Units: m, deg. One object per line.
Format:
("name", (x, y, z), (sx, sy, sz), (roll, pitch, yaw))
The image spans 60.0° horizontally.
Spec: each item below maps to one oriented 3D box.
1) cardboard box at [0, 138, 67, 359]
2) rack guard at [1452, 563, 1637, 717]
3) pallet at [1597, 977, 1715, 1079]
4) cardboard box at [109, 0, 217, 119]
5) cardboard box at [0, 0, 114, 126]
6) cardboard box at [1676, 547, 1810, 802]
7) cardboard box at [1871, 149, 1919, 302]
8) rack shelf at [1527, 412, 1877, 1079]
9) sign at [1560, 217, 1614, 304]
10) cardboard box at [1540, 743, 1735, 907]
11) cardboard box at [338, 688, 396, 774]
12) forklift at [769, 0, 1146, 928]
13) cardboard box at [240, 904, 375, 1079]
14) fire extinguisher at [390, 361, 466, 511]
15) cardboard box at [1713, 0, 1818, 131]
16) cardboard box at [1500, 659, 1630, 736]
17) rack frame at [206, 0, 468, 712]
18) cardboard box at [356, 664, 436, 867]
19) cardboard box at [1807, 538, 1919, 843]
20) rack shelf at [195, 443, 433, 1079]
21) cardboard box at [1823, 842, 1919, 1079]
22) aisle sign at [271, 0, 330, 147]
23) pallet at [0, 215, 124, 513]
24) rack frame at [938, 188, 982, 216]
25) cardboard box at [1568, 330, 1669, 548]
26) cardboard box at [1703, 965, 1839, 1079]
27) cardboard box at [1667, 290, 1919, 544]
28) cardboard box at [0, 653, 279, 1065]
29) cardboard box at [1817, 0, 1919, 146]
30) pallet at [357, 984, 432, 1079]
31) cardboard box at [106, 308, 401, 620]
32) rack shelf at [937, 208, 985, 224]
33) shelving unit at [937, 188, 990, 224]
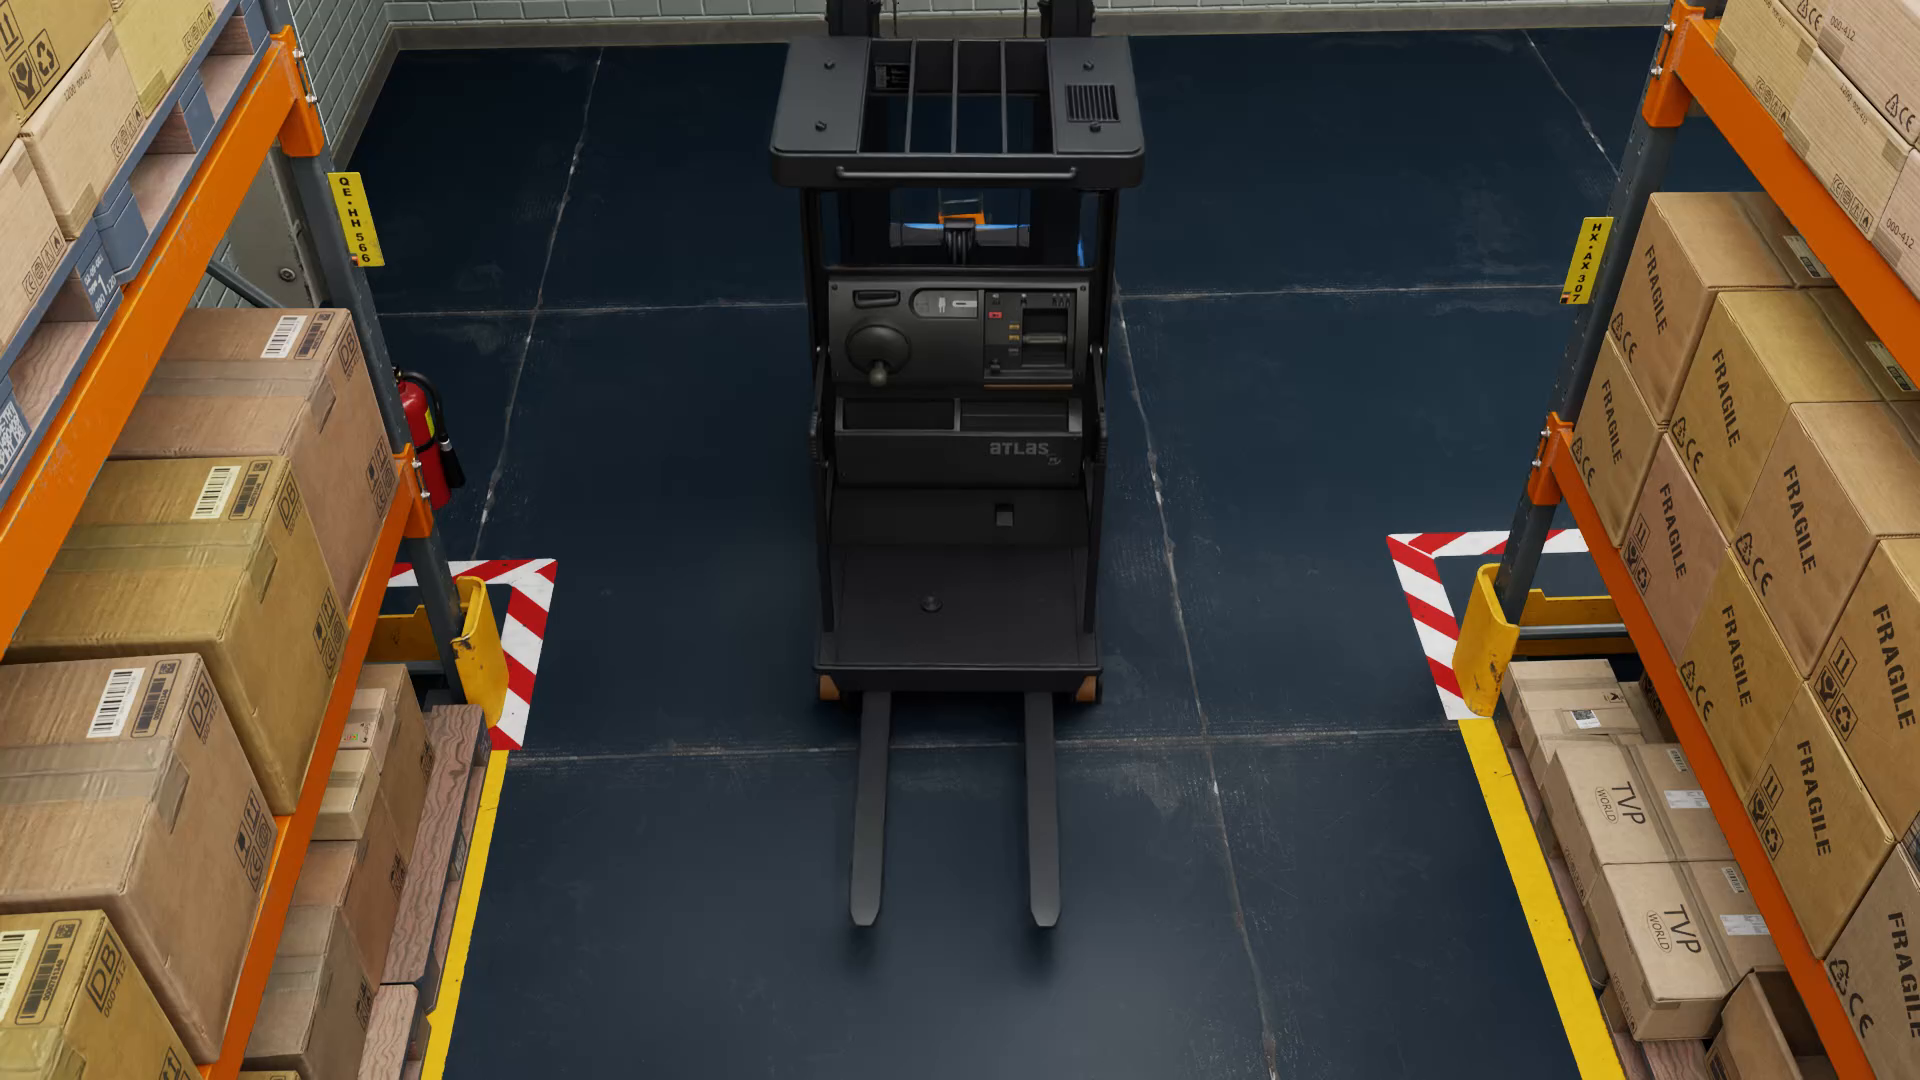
("cardboard box", (-2.035, -0.504, 3.087), (0.500, 0.250, 0.500), (-3, 43, -3))
("rack guard", (2.571, 0.377, 6.469), (1.175, 0.500, 0.348), (-2, 43, -2))
("pallet", (2.654, 1.843, 5.083), (1.003, 0.211, 1.213), (-2, 43, -2))
("cardboard box", (-2.085, -1.207, 3.853), (0.500, 0.250, 0.500), (0, 43, 0))
("cardboard box", (-2.067, -1.146, 3.231), (0.500, 0.500, 0.500), (0, 43, -1))
("cardboard box", (2.369, 0.361, 4.562), (0.500, 0.500, 0.500), (-2, 43, -2))
("cardboard box", (2.367, -0.617, 3.595), (0.500, 0.250, 0.500), (-2, 43, -2))
("rack shelf", (2.653, 1.019, 4.451), (1.077, 0.370, 4.000), (-2, 43, -2))
("sign", (2.026, -0.900, 5.371), (0.100, 0.325, 0.005), (-2, 43, -2))
("cardboard box", (2.329, 0.968, 5.683), (0.500, 0.250, 0.500), (-2, 43, -2))
("cardboard box", (-2.064, 0.627, 5.405), (0.380, 0.149, 0.250), (-2, 43, -2))
("forklift", (-0.004, -0.657, 5.798), (1.130, 2.935, 3.031), (0, 43, 0))
("cardboard box", (-2.208, 1.462, 4.974), (0.700, 0.500, 0.500), (-3, 43, -3))
("fire extinguisher", (-1.927, -0.401, 5.800), (0.296, 0.674, 0.183), (-2, 43, -2))
("cardboard box", (2.335, -1.293, 4.331), (0.500, 0.250, 0.500), (-2, 43, -2))
("cardboard box", (2.242, 0.585, 6.176), (0.380, 0.149, 0.250), (-2, 43, -2))
("rack frame", (-2.381, -0.452, 5.523), (1.000, 3.000, 0.127), (-2, 43, -2))
("cardboard box", (-2.252, 0.785, 5.713), (0.700, 0.500, 0.500), (-2, 43, -2))
("cardboard box", (2.392, 0.339, 3.846), (0.500, 0.500, 0.500), (-2, 43, -2))
("rack shelf", (-2.296, 1.164, 4.293), (1.077, 0.370, 4.000), (-2, 43, -2))
("cardboard box", (2.413, 1.042, 3.819), (0.500, 0.500, 0.500), (-1, 43, -1))
("aisle sign", (-2.085, -1.467, 4.707), (0.394, 0.787, 0.004), (-2, 43, -2))
("pallet", (-2.285, -0.199, 3.092), (1.003, 0.211, 1.213), (-2, 43, -2))
("rack frame", (0.006, -1.194, 7.770), (0.200, 1.050, 0.008), (-6, 43, -5))
("cardboard box", (2.323, -0.326, 5.312), (0.500, 0.500, 0.500), (-1, 43, -1))
("cardboard box", (2.653, 1.594, 4.813), (0.797, 0.503, 0.637), (-2, 43, -2))
("cardboard box", (2.353, -0.342, 4.589), (0.500, 0.500, 0.500), (-1, 43, -1))
("cardboard box", (-2.285, 0.788, 3.949), (0.980, 0.700, 0.700), (-4, 43, -4))
("cardboard box", (2.344, -1.139, 3.794), (0.500, 0.250, 0.500), (-2, 43, -2))
("pallet", (-2.220, 1.936, 4.982), (1.003, 0.211, 1.213), (-2, 43, -2))
("cardboard box", (-2.350, -0.218, 5.046), (0.980, 0.700, 0.700), (0, 43, 0))
("rack shelf", (0.019, -1.311, 7.495), (0.215, 0.259, 0.240), (-6, 43, -5))
("shelving unit", (0.022, -1.112, 7.682), (0.215, 1.050, 0.252), (-6, 43, -5))
